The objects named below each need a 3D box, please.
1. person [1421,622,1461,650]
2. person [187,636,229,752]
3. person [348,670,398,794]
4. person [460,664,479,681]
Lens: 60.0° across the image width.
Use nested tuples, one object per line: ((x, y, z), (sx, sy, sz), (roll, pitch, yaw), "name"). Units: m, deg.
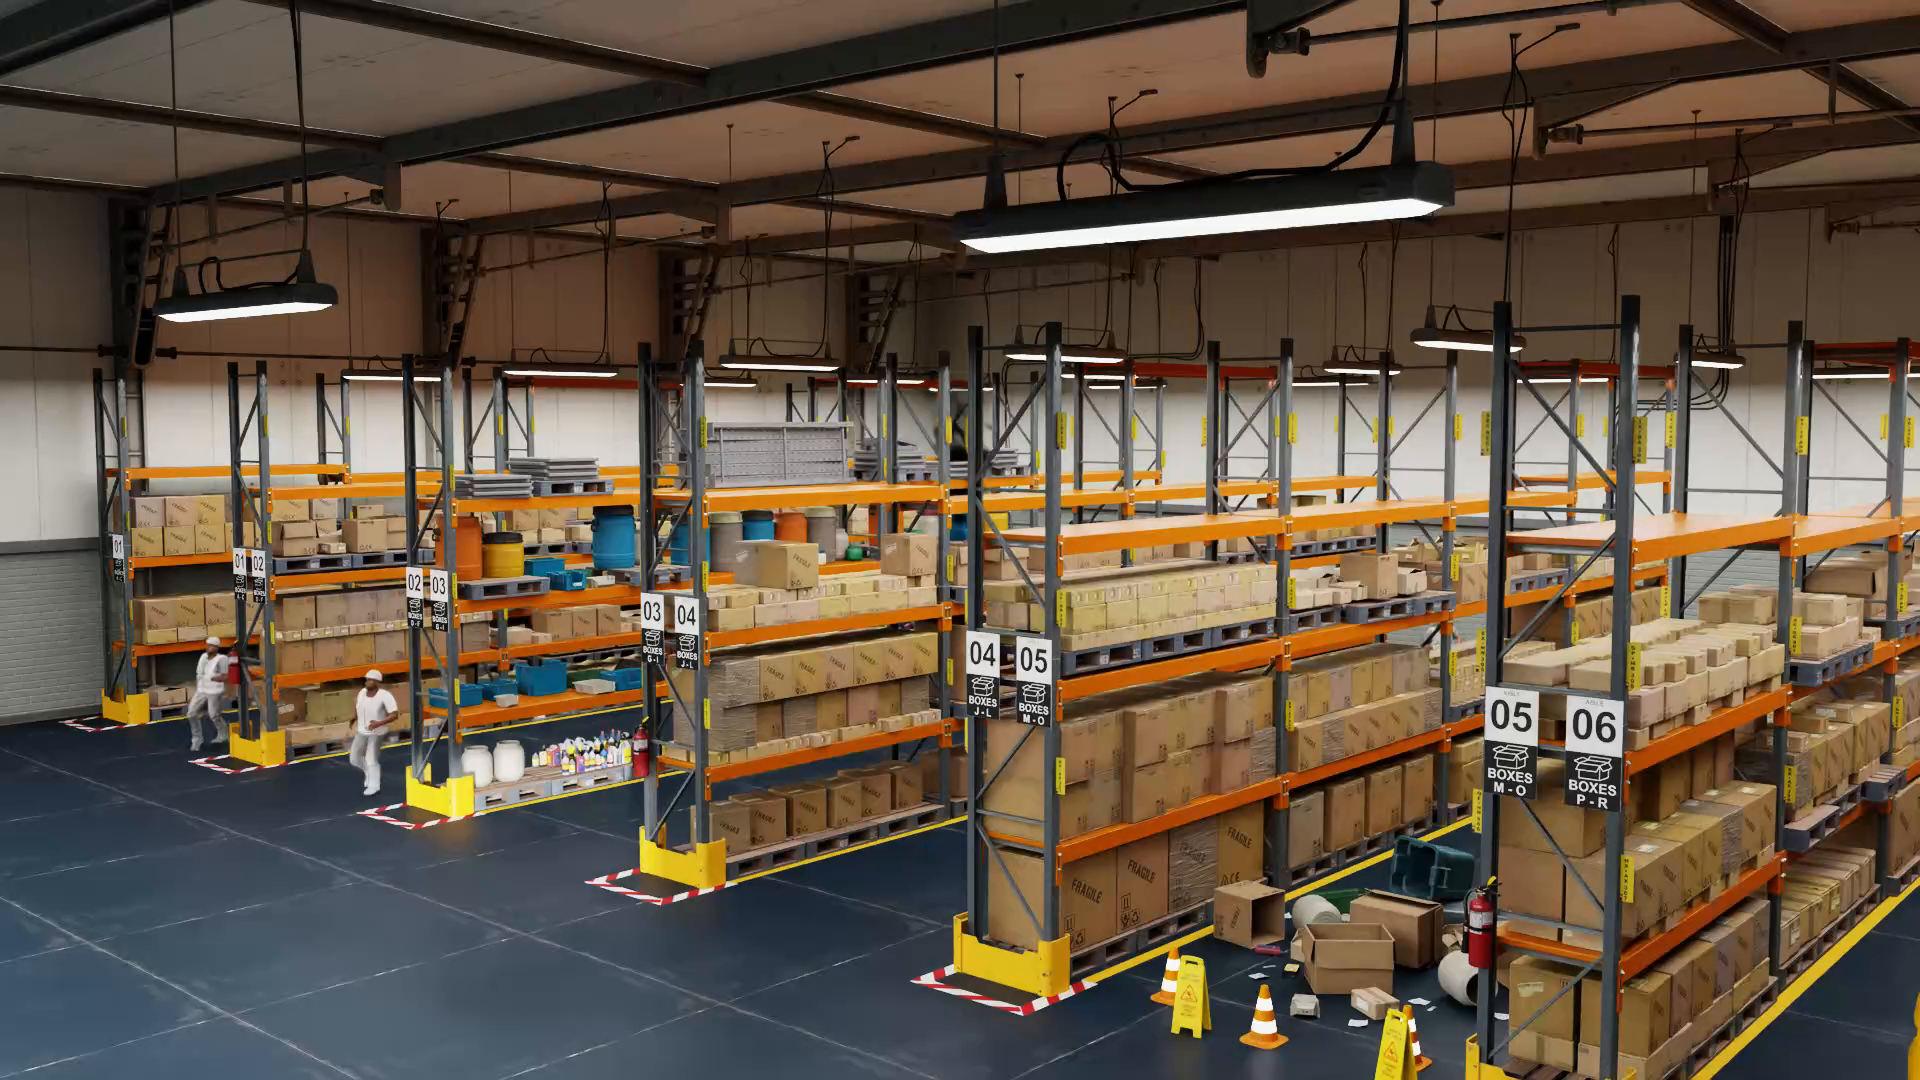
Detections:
((8.440, 2.135, 29.238), (0.649, 1.769, 0.950), (1, 4, 16), "person")
((-11.632, 2.403, 25.913), (0.684, 1.829, 0.697), (1, 4, 16), "person")
((-8.061, 2.631, 22.755), (0.737, 1.720, 0.498), (2, 4, 20), "person")
((-9.019, 2.111, 30.038), (0.624, 1.669, 0.855), (3, 5, 33), "person")
